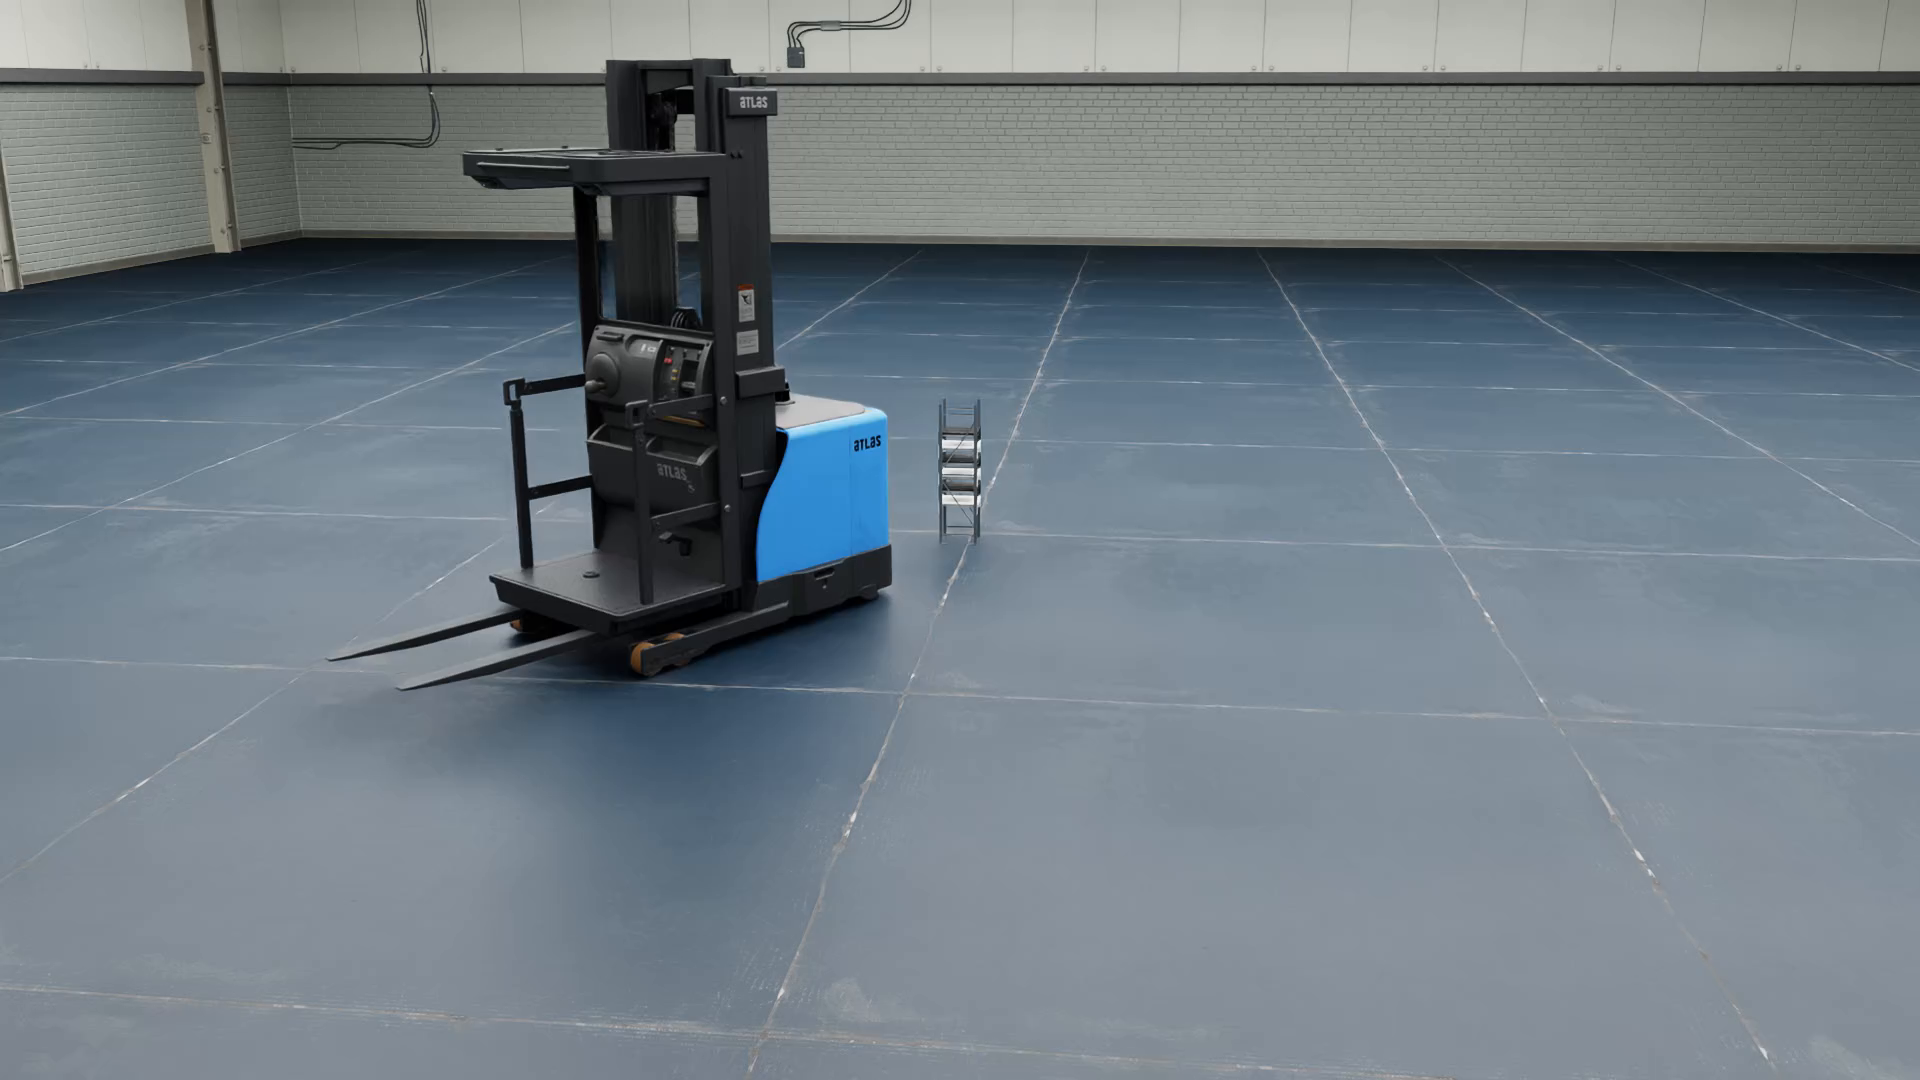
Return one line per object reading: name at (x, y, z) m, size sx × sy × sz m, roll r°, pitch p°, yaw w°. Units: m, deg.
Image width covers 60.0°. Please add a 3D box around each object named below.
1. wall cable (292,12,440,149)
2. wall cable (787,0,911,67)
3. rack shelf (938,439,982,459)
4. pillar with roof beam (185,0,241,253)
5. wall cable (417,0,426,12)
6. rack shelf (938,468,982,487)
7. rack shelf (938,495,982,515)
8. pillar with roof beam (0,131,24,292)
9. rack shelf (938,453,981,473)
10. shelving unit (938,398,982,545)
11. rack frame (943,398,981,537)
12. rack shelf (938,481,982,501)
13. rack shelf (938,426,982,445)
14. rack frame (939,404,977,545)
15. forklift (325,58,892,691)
wall cable at (-11.462, -8.734, 31.670) m, size 3.097 × 2.526 × 0.112 m, roll 2°, pitch 15°, yaw 6°
wall cable at (-2.031, -11.591, 29.772) m, size 2.305 × 6.003 × 0.169 m, roll 2°, pitch 15°, yaw 6°
rack shelf at (-0.001, -0.574, 10.499) m, size 0.258 × 0.077 × 0.200 m, roll 2°, pitch 15°, yaw 6°
pillar with roof beam at (-8.831, -9.381, 28.114) m, size 9.100 × 9.000 × 0.400 m, roll 2°, pitch 15°, yaw 6°
wall cable at (-8.774, -11.092, 30.716) m, size 3.097 × 2.526 × 0.112 m, roll 2°, pitch 15°, yaw 6°
rack shelf at (-0.001, -0.400, 10.546) m, size 0.258 × 0.077 × 0.200 m, roll 2°, pitch 15°, yaw 6°
rack shelf at (-0.001, -0.226, 10.592) m, size 0.258 × 0.077 × 0.200 m, roll 2°, pitch 15°, yaw 6°
pillar with roof beam at (-9.508, -7.825, 22.359) m, size 9.100 × 9.000 × 0.400 m, roll 2°, pitch 15°, yaw 6°
rack shelf at (-0.001, -0.487, 10.522) m, size 0.258 × 0.077 × 0.200 m, roll 2°, pitch 15°, yaw 6°
shelving unit at (-0.001, -0.432, 10.537) m, size 0.258 × 0.900 × 0.210 m, roll 2°, pitch 15°, yaw 6°
rack frame at (0.011, -0.459, 10.634) m, size 0.240 × 0.900 × 0.006 m, roll 2°, pitch 15°, yaw 6°
rack shelf at (-0.001, -0.313, 10.569) m, size 0.258 × 0.077 × 0.200 m, roll 2°, pitch 15°, yaw 6°
rack shelf at (-0.001, -0.661, 10.475) m, size 0.258 × 0.077 × 0.200 m, roll 2°, pitch 15°, yaw 6°
rack frame at (-0.012, -0.406, 10.439) m, size 0.240 × 0.900 × 0.006 m, roll 2°, pitch 15°, yaw 6°
forklift at (-1.731, -0.892, 8.346) m, size 1.130 × 2.935 × 3.031 m, roll 13°, pitch 20°, yaw 39°
